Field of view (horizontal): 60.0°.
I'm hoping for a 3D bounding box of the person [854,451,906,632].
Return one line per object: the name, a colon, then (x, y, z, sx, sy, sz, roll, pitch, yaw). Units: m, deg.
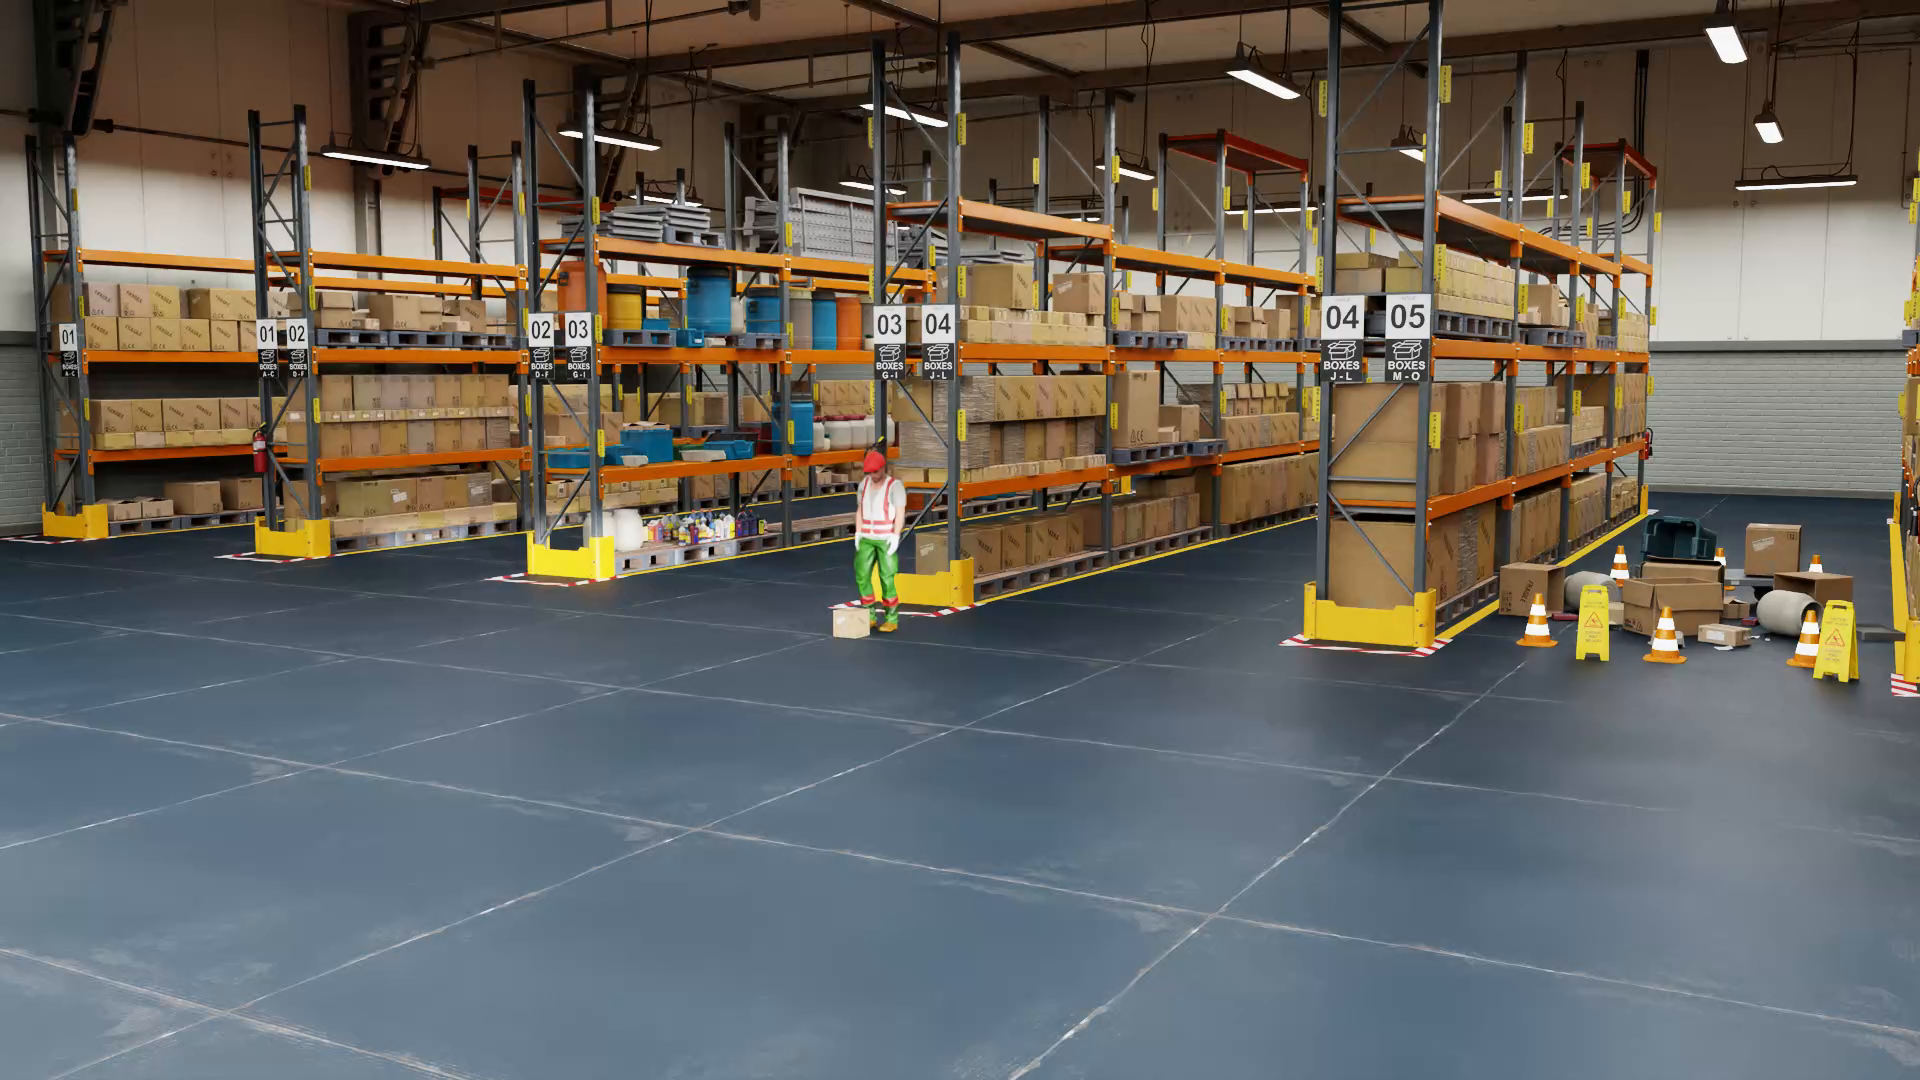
person: (-0.782, 0.011, 16.091, 0.541, 1.745, 0.443, 3, 7, 30)
